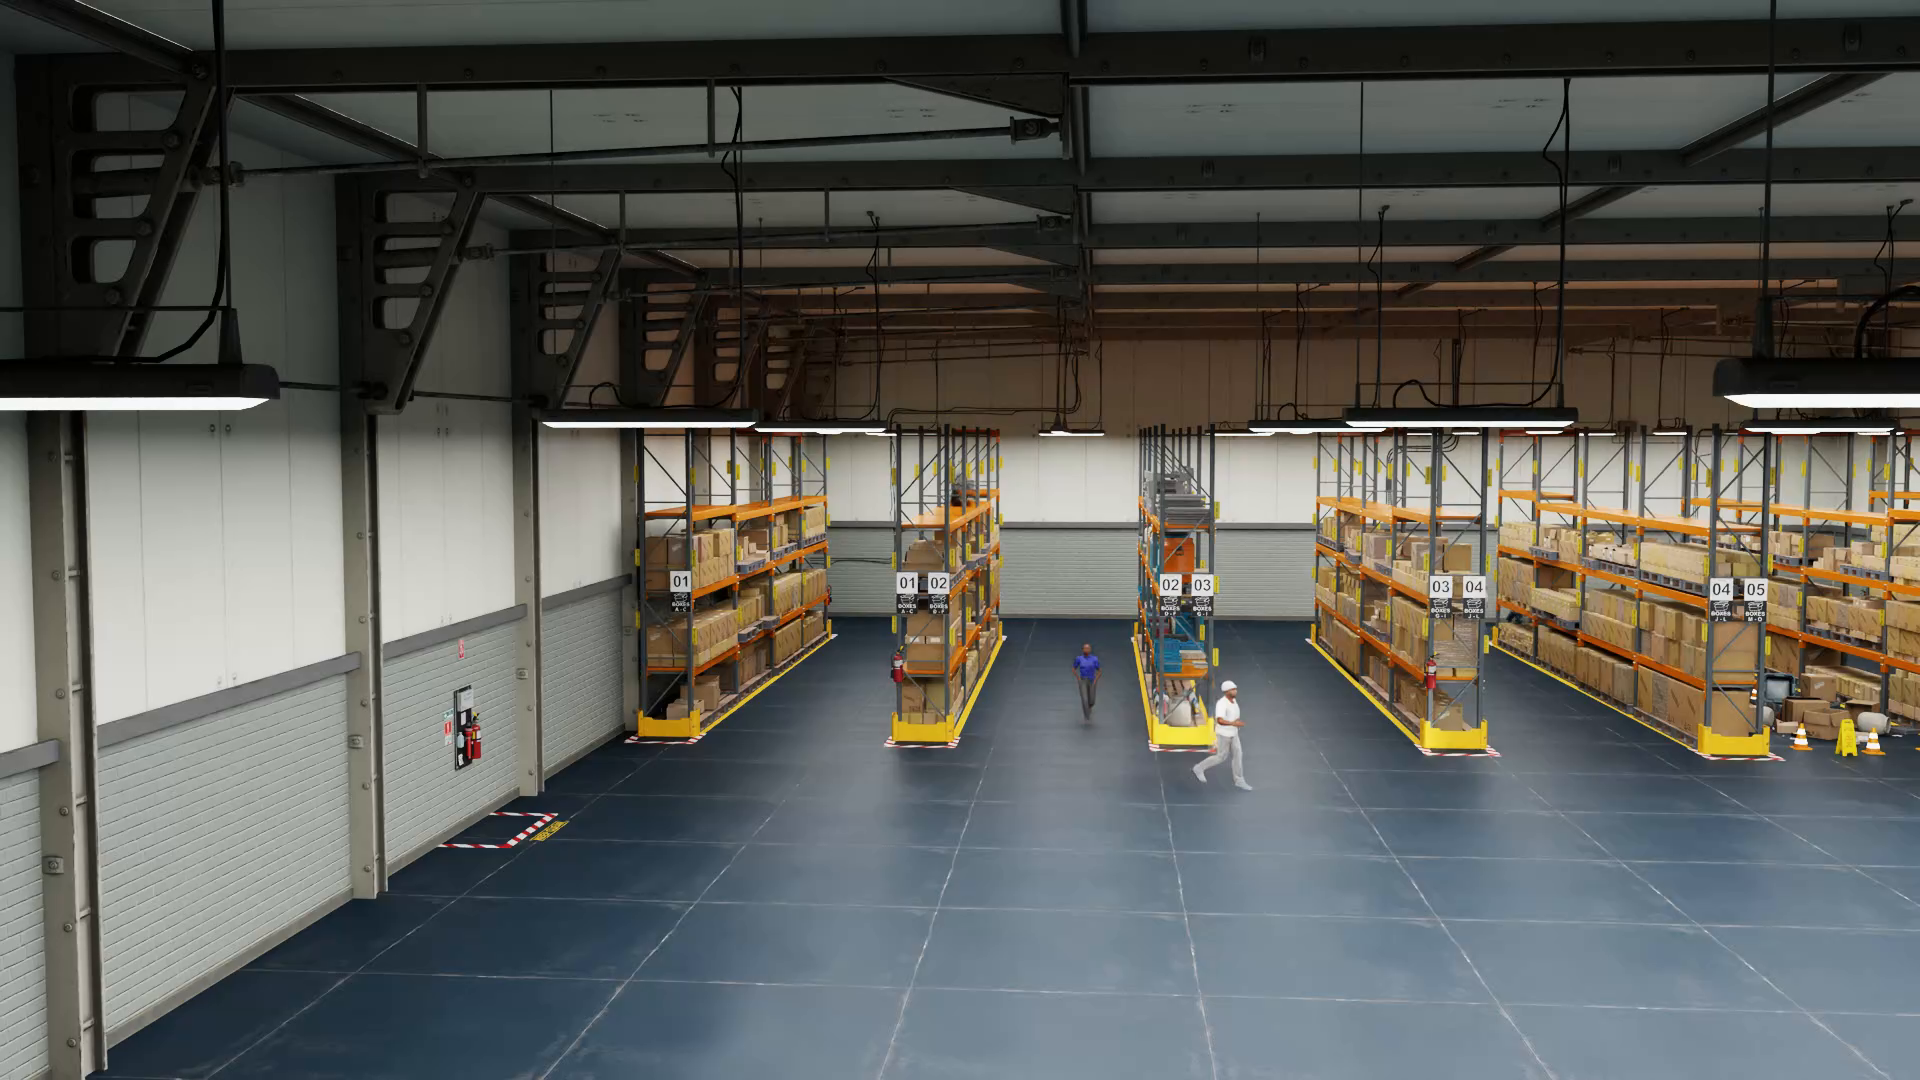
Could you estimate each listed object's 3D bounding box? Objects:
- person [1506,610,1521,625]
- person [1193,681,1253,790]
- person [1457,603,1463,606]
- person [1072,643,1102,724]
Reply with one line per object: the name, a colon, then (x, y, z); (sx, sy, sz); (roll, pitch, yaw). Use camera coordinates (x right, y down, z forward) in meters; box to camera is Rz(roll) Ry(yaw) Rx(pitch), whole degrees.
person: (15.905, 2.074, 47.373); (0.684, 1.642, 0.541); (0, 3, 1)
person: (4.329, 3.182, 27.211); (0.975, 1.771, 0.710); (2, 4, 30)
person: (13.953, 2.077, 46.959); (0.470, 1.597, 0.663); (-2, 4, -32)
person: (2.550, 2.874, 33.459); (0.598, 1.608, 0.698); (0, 3, 1)
